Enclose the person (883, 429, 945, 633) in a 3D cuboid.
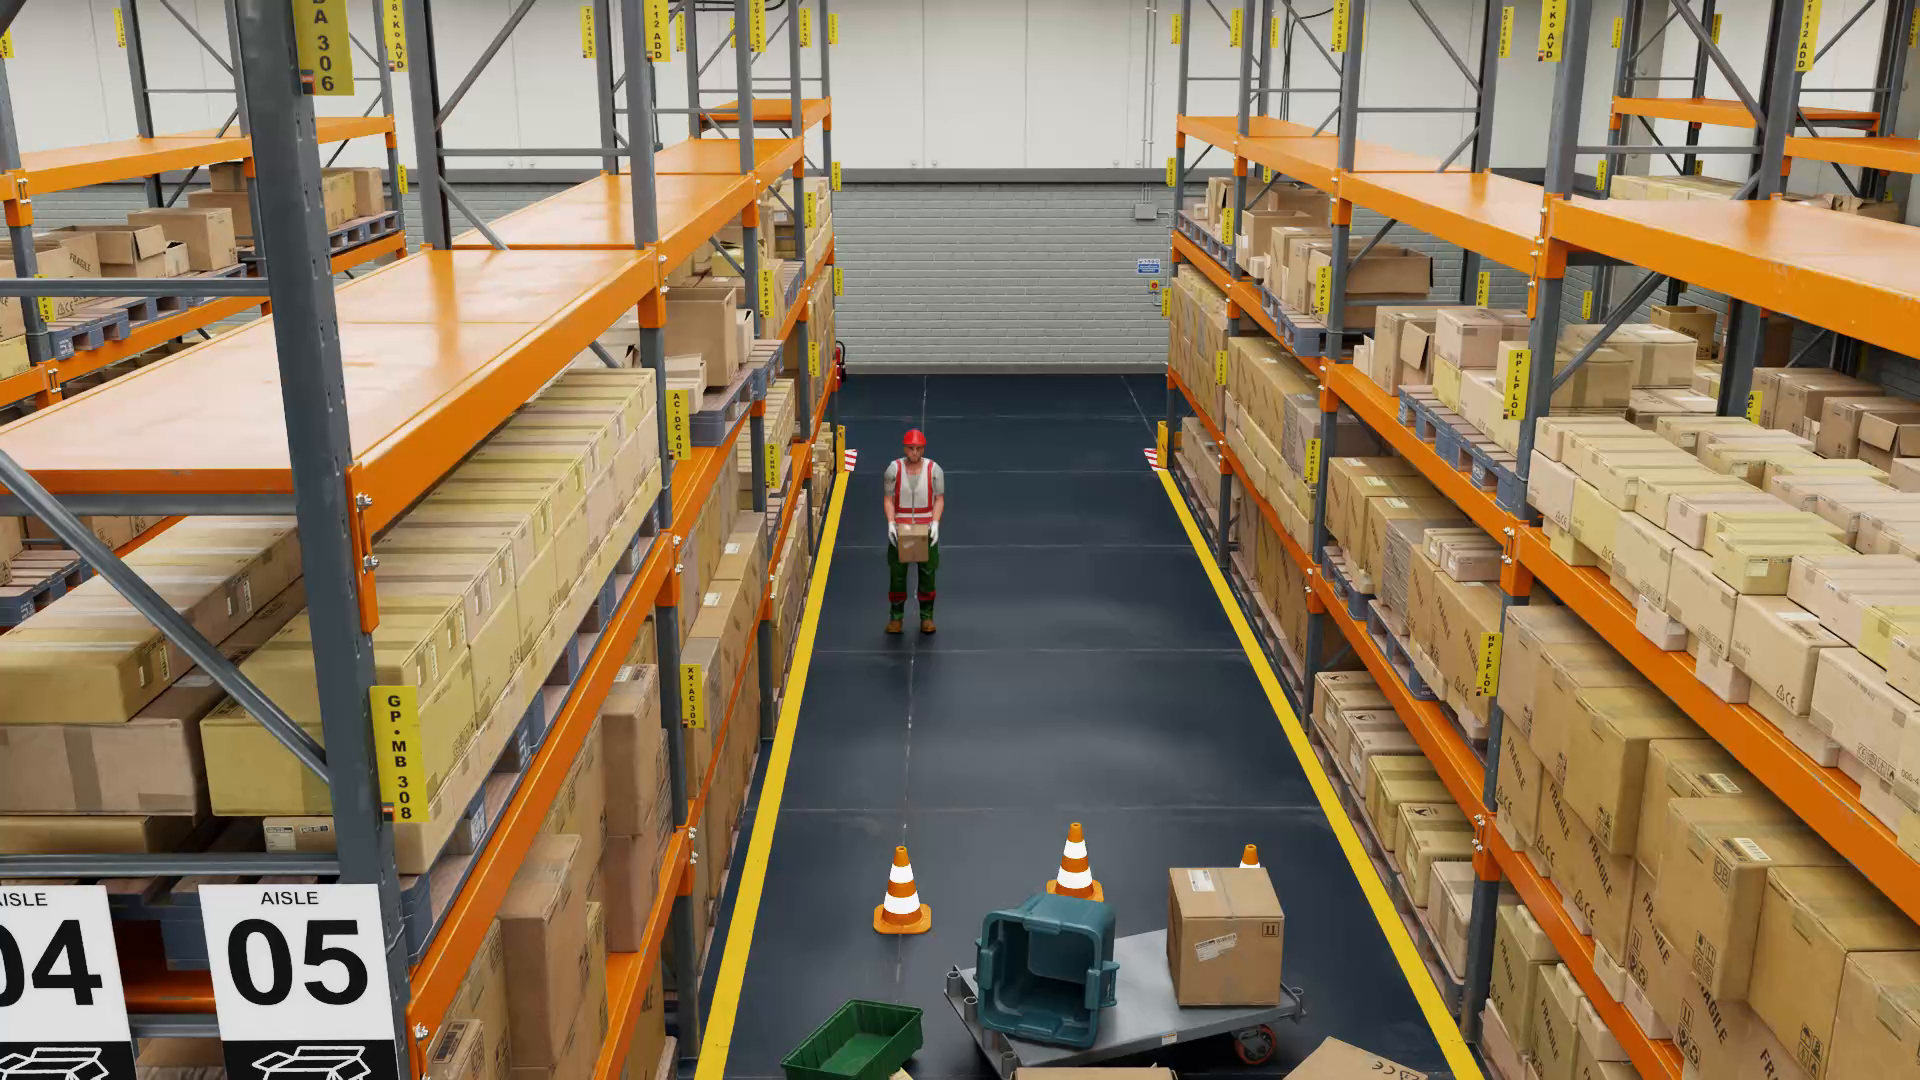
[{"bbox_3d":[-0.394,-0.074,14.331,0.533,1.793,0.474,0,17,-1],"label":"person"}]
